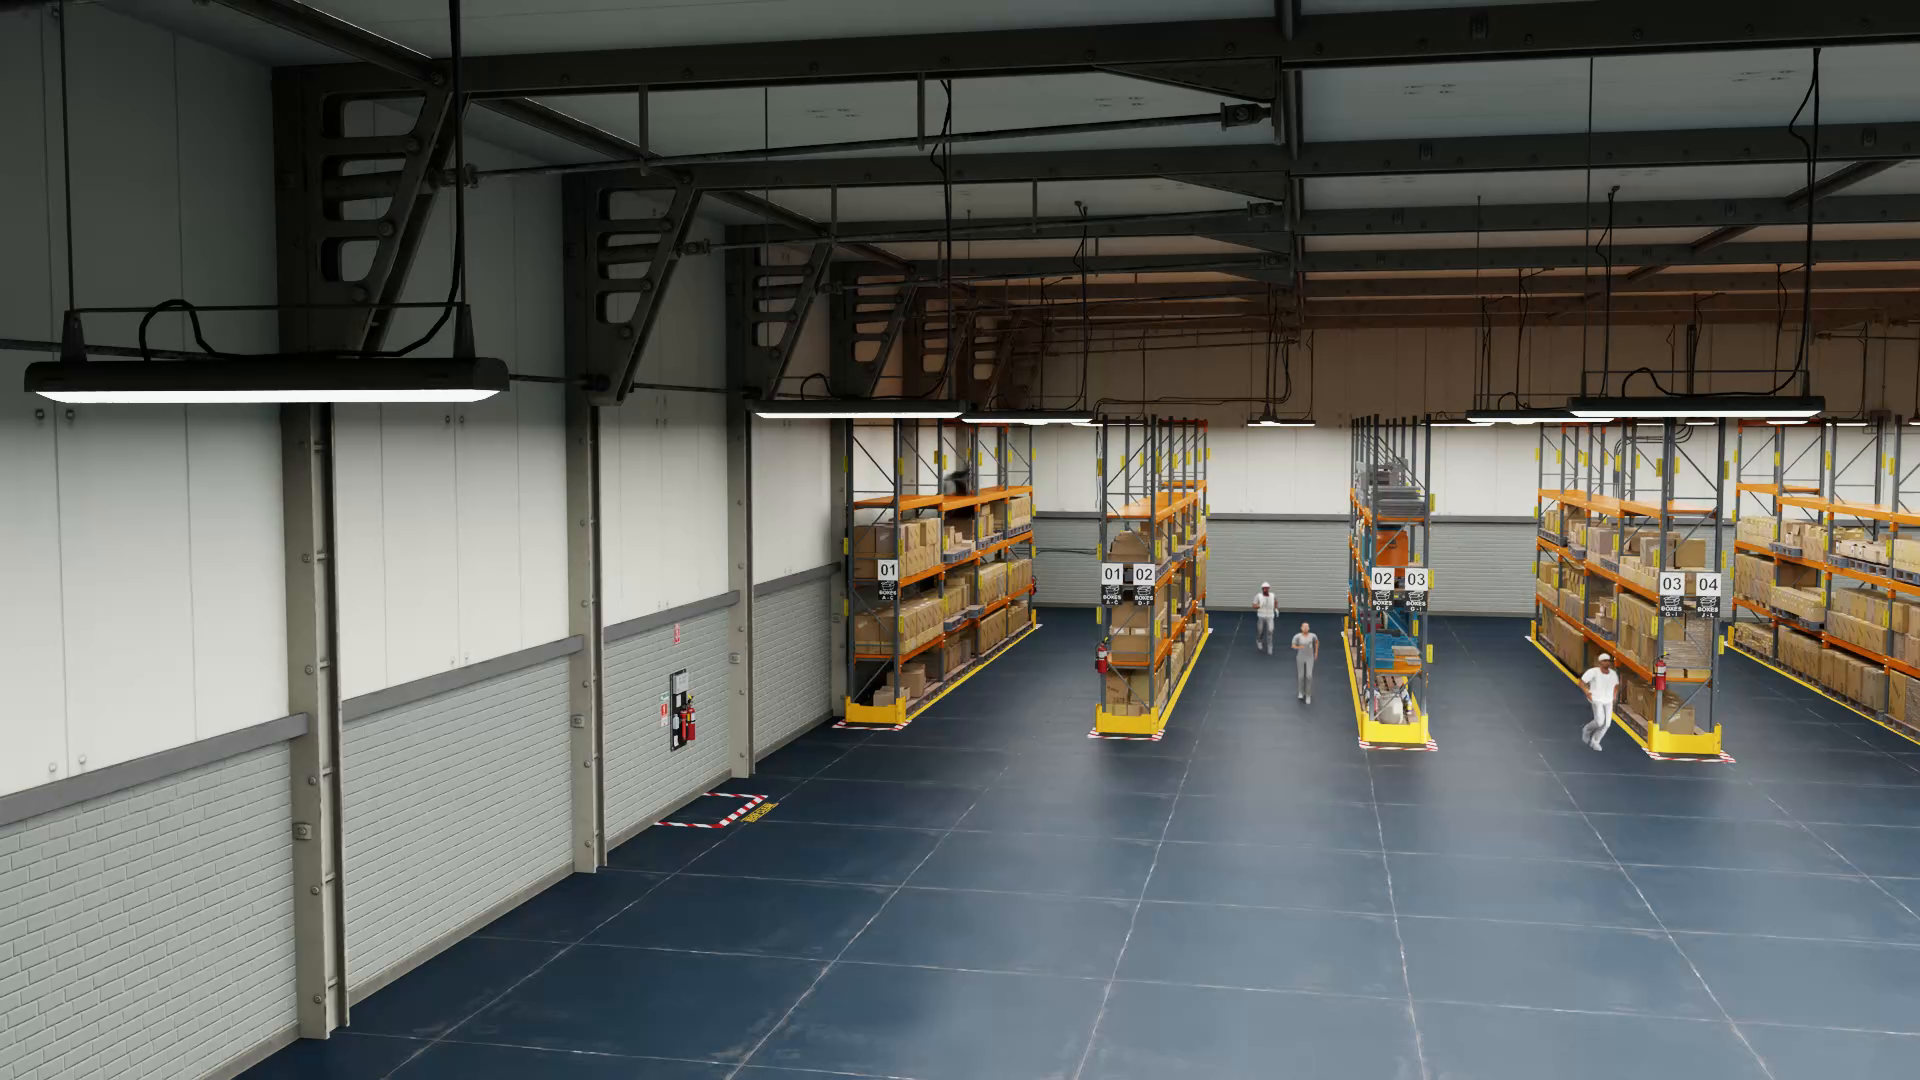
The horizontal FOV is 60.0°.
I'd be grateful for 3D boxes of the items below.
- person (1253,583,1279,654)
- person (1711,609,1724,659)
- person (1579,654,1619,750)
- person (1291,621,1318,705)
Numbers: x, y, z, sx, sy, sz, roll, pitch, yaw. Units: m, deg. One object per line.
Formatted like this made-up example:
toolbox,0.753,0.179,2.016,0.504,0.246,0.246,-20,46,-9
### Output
person,7.798,1.976,42.437,0.680,1.778,0.984,0,4,2
person,18.544,2.215,40.976,0.540,1.554,0.587,1,4,12
person,11.488,2.888,29.774,0.735,1.723,0.549,-1,4,-9
person,7.236,2.550,34.913,0.566,1.721,0.831,1,4,10
